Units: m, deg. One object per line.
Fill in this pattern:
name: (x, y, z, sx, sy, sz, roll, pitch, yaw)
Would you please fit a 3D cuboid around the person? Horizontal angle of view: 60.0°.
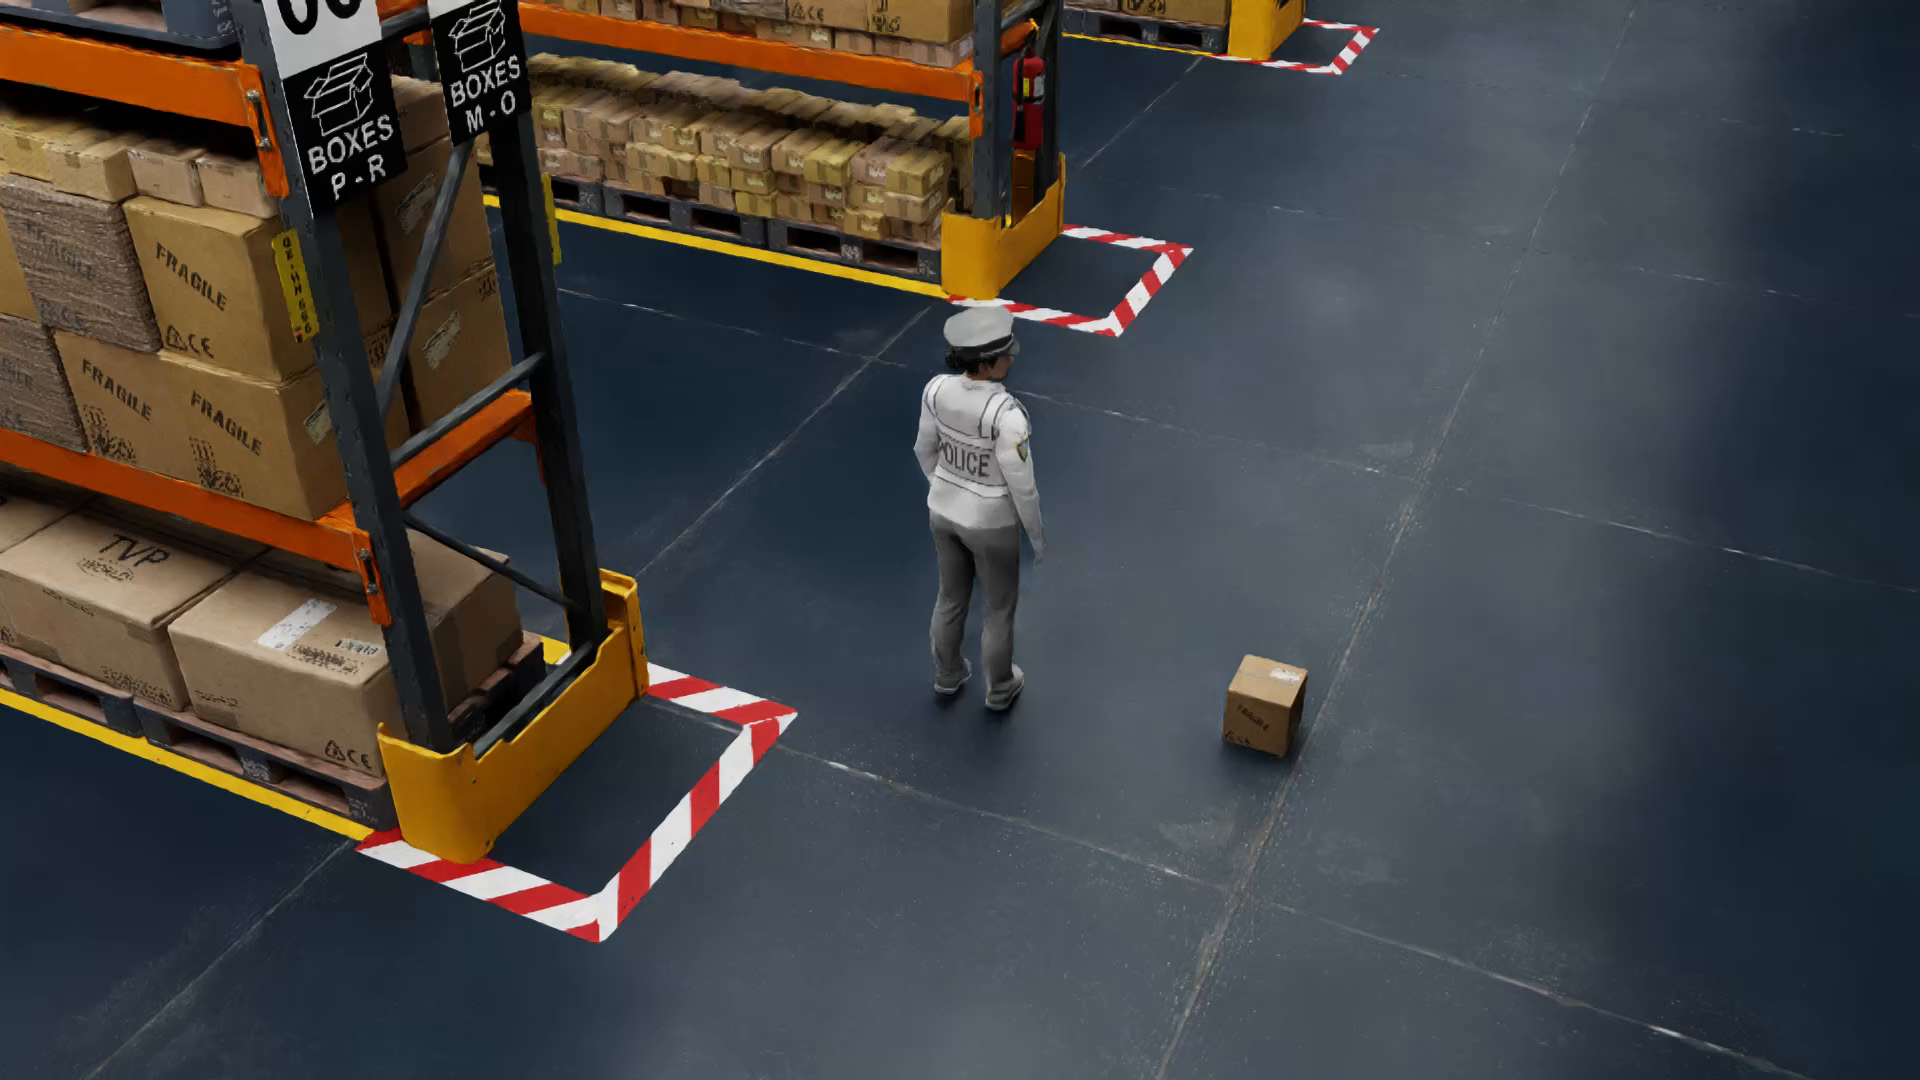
person: (0.087, -0.070, 6.236, 0.529, 1.714, 0.378, 25, 41, 32)
